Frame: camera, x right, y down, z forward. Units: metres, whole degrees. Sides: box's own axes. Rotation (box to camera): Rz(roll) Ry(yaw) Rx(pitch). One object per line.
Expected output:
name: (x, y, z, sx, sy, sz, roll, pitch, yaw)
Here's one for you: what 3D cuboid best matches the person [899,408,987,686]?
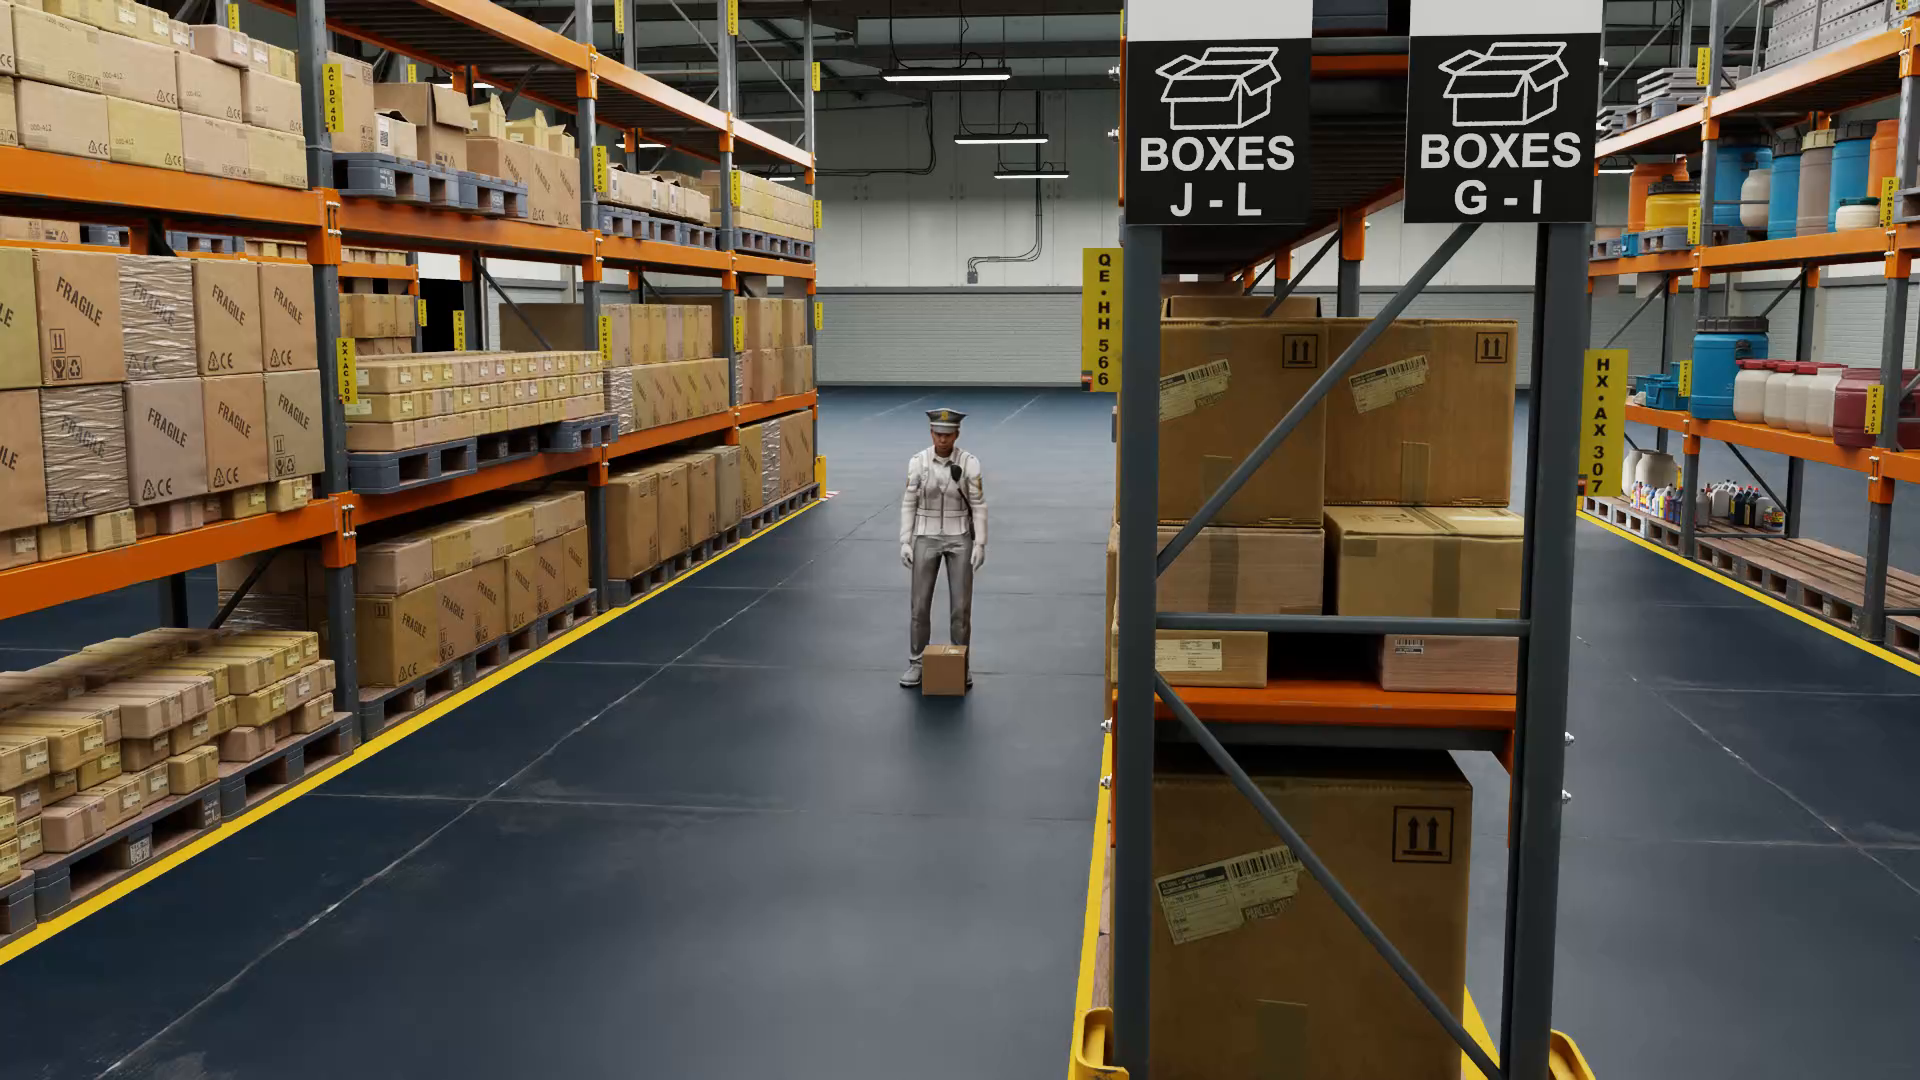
person: (-0.099, 0.039, 9.995, 0.528, 1.664, 0.372, 1, 8, 5)
